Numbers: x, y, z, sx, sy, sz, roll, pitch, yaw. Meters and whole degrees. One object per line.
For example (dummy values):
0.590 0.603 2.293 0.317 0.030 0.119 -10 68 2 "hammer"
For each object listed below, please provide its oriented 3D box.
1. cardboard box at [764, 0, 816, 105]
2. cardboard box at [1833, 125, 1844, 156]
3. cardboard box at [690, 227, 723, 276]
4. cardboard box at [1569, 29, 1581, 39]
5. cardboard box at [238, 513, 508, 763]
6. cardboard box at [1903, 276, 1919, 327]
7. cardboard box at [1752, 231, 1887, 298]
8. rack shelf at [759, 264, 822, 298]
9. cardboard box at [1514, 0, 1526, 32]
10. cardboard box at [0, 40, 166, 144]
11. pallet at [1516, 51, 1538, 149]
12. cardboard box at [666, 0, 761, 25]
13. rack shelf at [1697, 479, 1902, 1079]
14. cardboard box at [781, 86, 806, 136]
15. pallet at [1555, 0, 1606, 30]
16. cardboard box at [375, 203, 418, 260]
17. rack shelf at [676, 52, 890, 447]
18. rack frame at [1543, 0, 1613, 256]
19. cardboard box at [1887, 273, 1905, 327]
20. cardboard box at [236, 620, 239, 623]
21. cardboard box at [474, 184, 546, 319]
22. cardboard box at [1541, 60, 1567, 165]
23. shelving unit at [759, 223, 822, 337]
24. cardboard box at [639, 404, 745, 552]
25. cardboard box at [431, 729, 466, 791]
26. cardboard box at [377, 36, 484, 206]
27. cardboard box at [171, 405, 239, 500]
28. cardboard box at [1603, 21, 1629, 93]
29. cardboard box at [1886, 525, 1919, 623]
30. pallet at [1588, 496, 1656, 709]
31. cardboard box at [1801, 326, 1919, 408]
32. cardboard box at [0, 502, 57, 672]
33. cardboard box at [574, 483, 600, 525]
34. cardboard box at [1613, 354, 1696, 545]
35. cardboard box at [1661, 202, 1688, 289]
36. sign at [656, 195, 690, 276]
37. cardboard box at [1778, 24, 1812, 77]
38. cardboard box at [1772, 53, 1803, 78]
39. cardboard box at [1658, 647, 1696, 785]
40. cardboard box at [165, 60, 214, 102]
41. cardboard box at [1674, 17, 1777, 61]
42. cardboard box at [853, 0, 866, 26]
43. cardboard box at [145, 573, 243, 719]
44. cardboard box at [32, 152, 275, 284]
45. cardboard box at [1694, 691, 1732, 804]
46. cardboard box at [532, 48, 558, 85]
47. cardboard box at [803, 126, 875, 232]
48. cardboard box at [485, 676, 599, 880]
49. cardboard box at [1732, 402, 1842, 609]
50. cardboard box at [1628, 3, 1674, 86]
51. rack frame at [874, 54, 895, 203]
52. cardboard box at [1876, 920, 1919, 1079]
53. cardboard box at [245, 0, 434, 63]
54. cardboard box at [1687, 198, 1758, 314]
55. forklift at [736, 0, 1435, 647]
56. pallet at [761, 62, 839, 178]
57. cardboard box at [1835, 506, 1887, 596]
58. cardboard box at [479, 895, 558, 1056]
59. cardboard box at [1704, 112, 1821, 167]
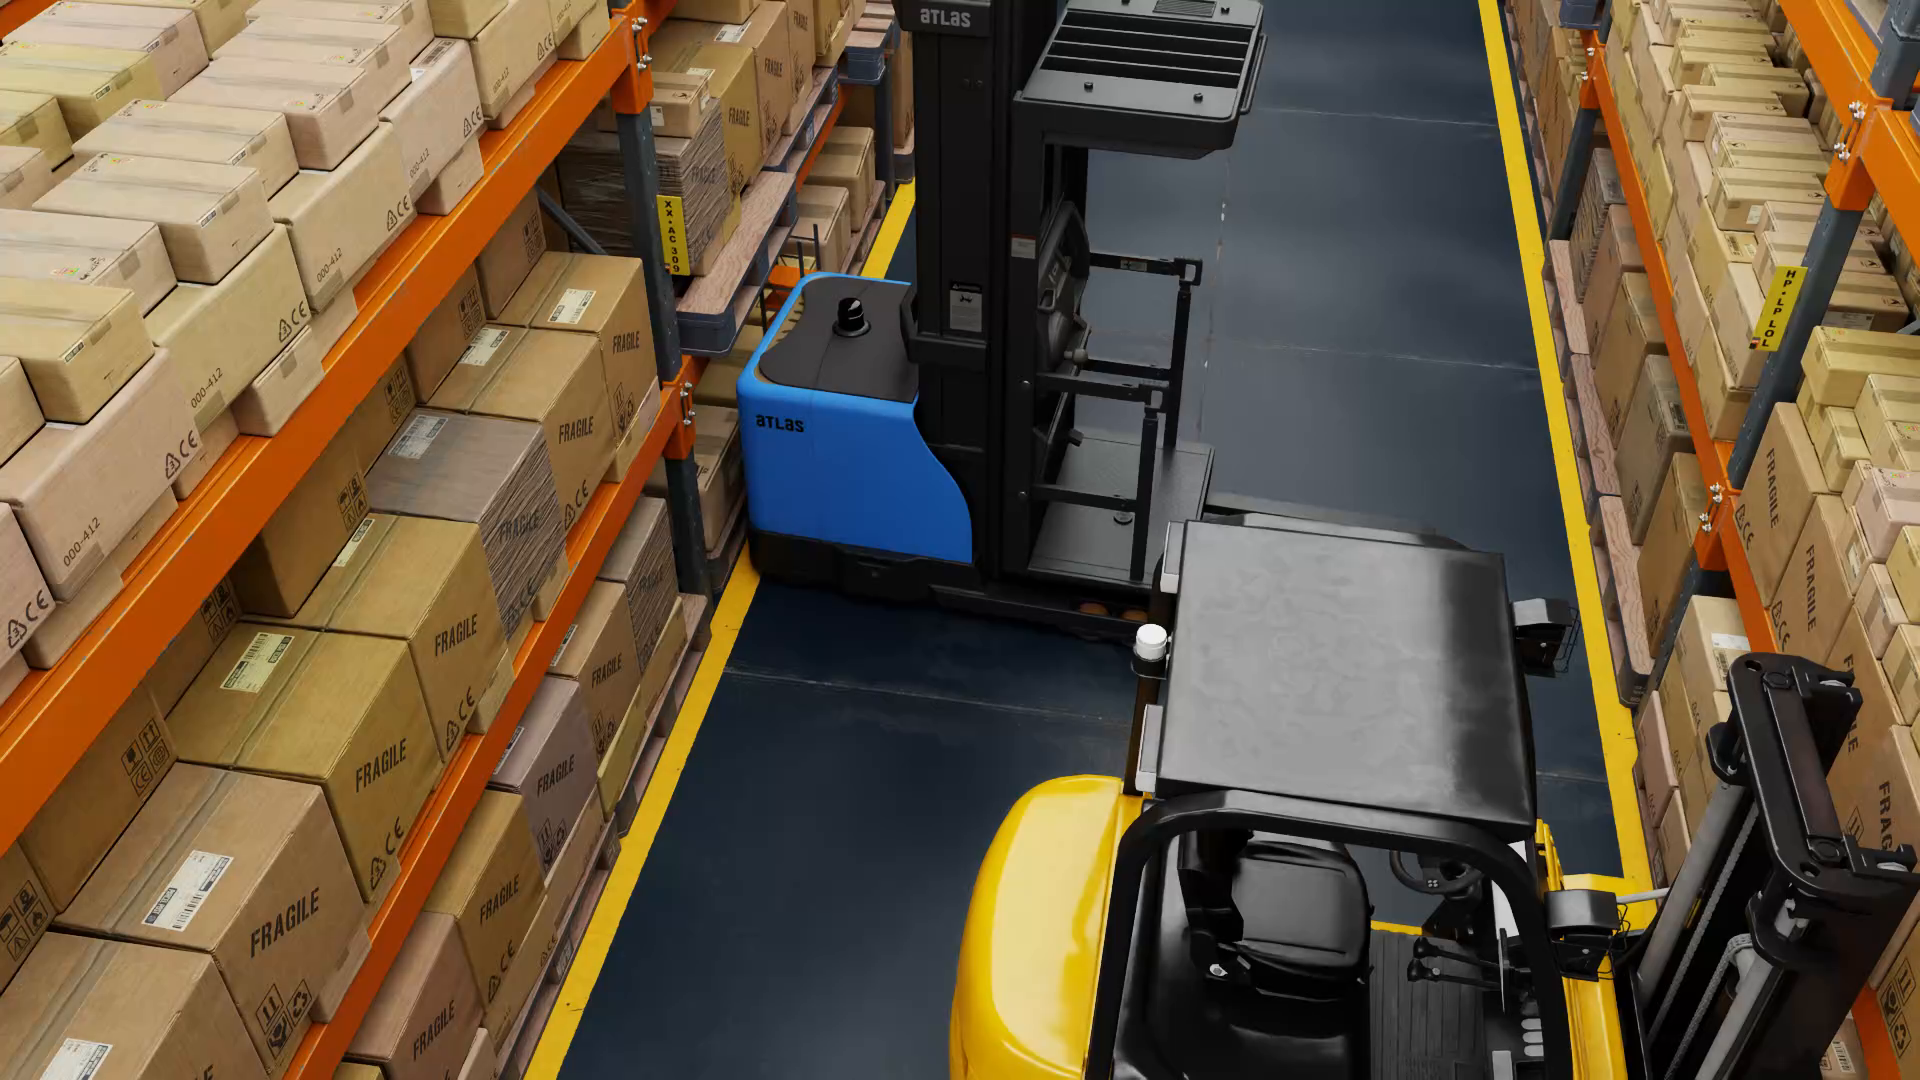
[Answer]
-0.977 -2.376 7.725 0.500 0.500 0.500 5 40 6 "cardboard box"
3.830 -1.586 6.823 0.380 0.149 0.250 6 40 7 "cardboard box"
-1.197 -1.228 6.846 0.380 0.149 0.250 7 40 8 "cardboard box"
4.010 -3.099 10.364 0.380 0.149 0.250 8 40 9 "cardboard box"
-1.688 0.274 4.849 0.500 0.500 0.500 6 40 7 "cardboard box"
3.557 -0.792 5.863 0.380 0.149 0.250 6 40 7 "cardboard box"
3.153 -0.998 6.112 0.380 0.149 0.250 6 40 7 "cardboard box"
-0.794 -1.196 7.790 0.258 0.103 0.180 11 39 16 "rack shelf"
4.282 -3.911 11.856 0.500 0.500 0.500 6 40 7 "cardboard box"
-2.168 -1.071 4.006 0.380 0.149 0.250 7 40 9 "cardboard box"
4.357 -2.970 11.273 1.003 0.211 1.213 6 40 8 "pallet"
-1.088 -2.365 7.203 0.380 0.149 0.250 9 40 10 "cardboard box"
2.939 1.226 4.574 1.077 0.370 4.000 6 40 8 "rack shelf"
-0.944 -2.043 7.832 0.380 0.149 0.250 8 40 9 "cardboard box"
4.026 -3.176 9.484 1.213 0.211 1.003 6 40 8 "pallet"
-1.679 -0.881 4.401 0.380 0.149 0.250 7 40 9 "cardboard box"
-1.258 -1.829 8.270 1.077 0.370 4.000 6 40 8 "rack shelf"
3.978 -2.816 8.899 1.000 3.000 0.127 6 40 8 "rack frame"
3.626 -0.731 6.103 0.500 0.250 0.500 6 40 7 "cardboard box"
-2.186 0.192 4.949 0.500 0.500 0.500 7 40 8 "cardboard box"
-1.894 -1.137 5.772 0.700 0.500 0.500 6 40 7 "cardboard box"
3.936 -2.617 10.290 0.500 0.500 0.500 6 40 7 "cardboard box"
-0.787 -0.946 7.982 0.258 1.200 0.189 11 39 16 "shelving unit"
-1.516 -0.330 7.624 0.950 0.372 0.625 7 40 8 "cardboard box"
-1.716 0.593 4.972 0.380 0.149 0.250 5 40 6 "cardboard box"
-1.604 -1.122 4.380 0.500 0.250 0.500 6 40 7 "cardboard box"
-1.821 -0.235 3.620 0.380 0.149 0.250 5 40 6 "cardboard box"
3.660 -2.507 8.643 0.500 0.250 0.500 7 40 8 "cardboard box"
2.782 0.109 4.540 0.380 0.149 0.250 6 40 7 "cardboard box"
3.374 0.302 7.316 1.003 0.211 1.213 6 40 8 "pallet"
2.938 -0.542 5.327 0.380 0.149 0.250 7 40 9 "cardboard box"
-1.947 0.160 2.829 0.500 0.250 0.500 6 40 7 "cardboard box"
-1.518 -0.207 5.940 0.380 0.149 0.250 7 40 8 "cardboard box"
3.506 -0.368 7.471 0.875 0.625 0.625 6 40 7 "cardboard box"
3.313 -1.218 7.083 0.500 0.250 0.500 7 40 8 "cardboard box"
-1.068 -1.130 6.180 0.100 0.325 0.005 6 40 8 "sign"
3.985 -2.229 7.601 0.380 0.149 0.250 6 40 7 "cardboard box"
3.997 -2.004 7.642 0.500 0.250 0.500 6 40 7 "cardboard box"
2.898 0.669 6.120 0.500 0.250 0.500 6 40 7 "cardboard box"
-2.129 -1.180 4.451 0.500 0.250 0.500 7 40 8 "cardboard box"
3.521 -2.279 7.662 0.380 0.149 0.250 7 40 8 "cardboard box"
-0.711 -2.856 8.814 0.380 0.149 0.250 6 40 7 "cardboard box"
-2.341 0.128 4.242 0.700 0.500 0.500 6 40 7 "cardboard box"
-1.711 -0.688 3.543 0.380 0.149 0.250 7 40 9 "cardboard box"
2.794 0.795 5.575 0.500 0.250 0.500 6 40 8 "cardboard box"
-1.489 -1.530 5.186 0.380 0.149 0.250 7 40 8 "cardboard box"
-1.020 -2.157 9.834 0.950 0.372 0.625 4 40 5 "cardboard box"
-1.616 0.798 5.767 0.500 0.500 0.500 8 40 10 "cardboard box"
2.951 -0.095 5.529 0.500 0.500 0.500 5 40 6 "cardboard box"
3.572 -2.386 8.104 0.500 0.250 0.500 8 40 9 "cardboard box"
-0.912 -3.361 9.559 1.000 3.000 0.127 6 40 8 "rack frame"
2.607 1.182 3.985 0.500 0.500 0.500 6 40 7 "cardboard box"
-1.609 -1.339 4.330 0.380 0.149 0.250 6 40 7 "cardboard box"
3.200 -1.101 6.550 0.500 0.250 0.500 5 40 7 "cardboard box"
0.612 -1.035 6.798 3.031 2.935 1.130 9 40 10 "forklift"
-1.214 -2.041 8.112 1.003 0.211 1.213 6 40 8 "pallet"
2.794 0.052 4.842 0.380 0.149 0.250 7 40 9 "cardboard box"
-1.707 1.418 5.606 0.500 0.250 0.500 9 40 11 "cardboard box"
3.318 -1.639 6.887 0.380 0.149 0.250 7 40 8 "cardboard box"
